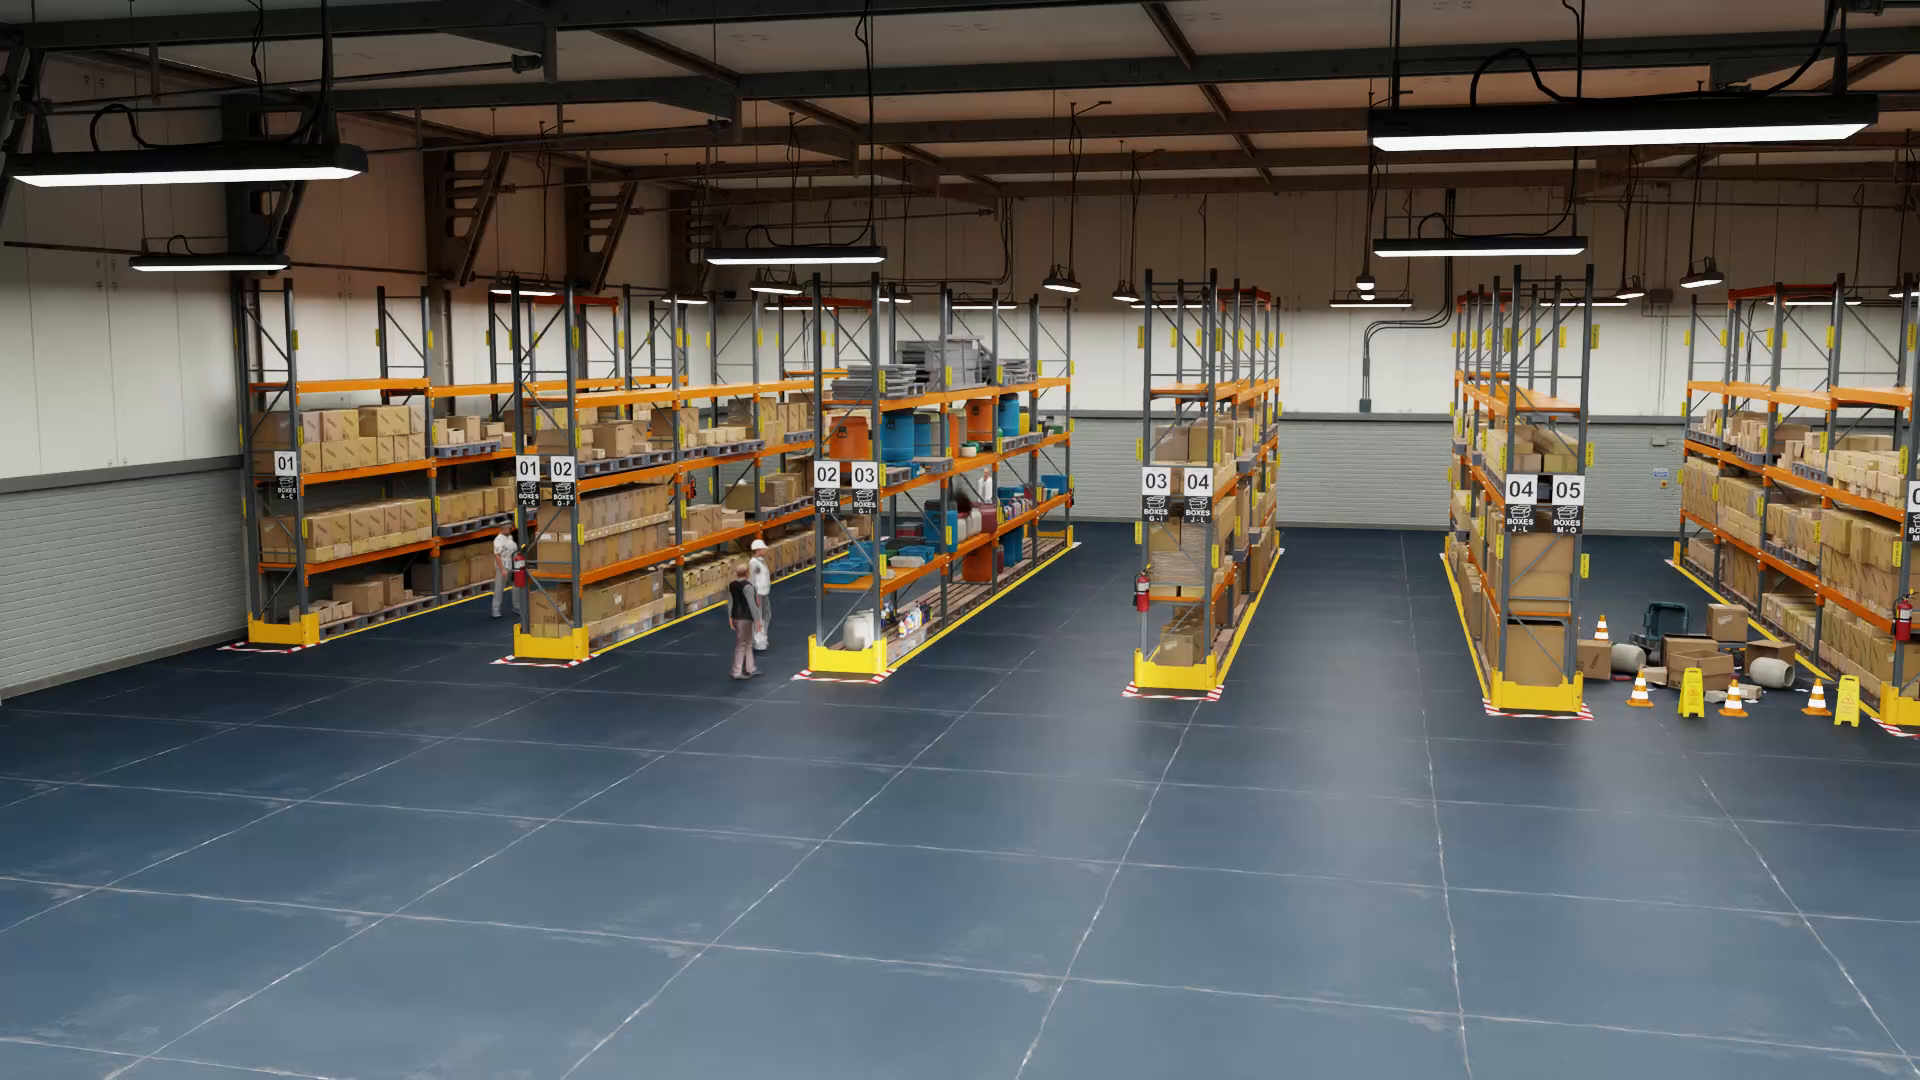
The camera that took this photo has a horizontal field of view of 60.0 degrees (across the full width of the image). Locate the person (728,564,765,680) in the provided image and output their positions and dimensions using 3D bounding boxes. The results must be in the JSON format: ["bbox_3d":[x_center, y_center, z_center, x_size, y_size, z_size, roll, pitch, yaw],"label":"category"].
[{"bbox_3d":[-3.127,1.209,24.643,0.614,1.721,0.544,-3,8,-24],"label":"person"}]

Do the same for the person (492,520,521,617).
[{"bbox_3d":[-8.242,0.535,30.316,0.499,1.809,0.699,3,8,27],"label":"person"}]

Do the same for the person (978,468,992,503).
[{"bbox_3d":[0.634,-0.993,42.816,1.026,1.731,0.645,-6,9,-43],"label":"person"}]

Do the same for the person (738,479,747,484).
[{"bbox_3d":[-5.041,-0.522,38.603,0.431,1.788,0.629,1,7,12],"label":"person"}]

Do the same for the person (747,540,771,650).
[{"bbox_3d":[-3.292,0.919,27.102,0.369,1.855,0.595,2,7,12],"label":"person"}]
